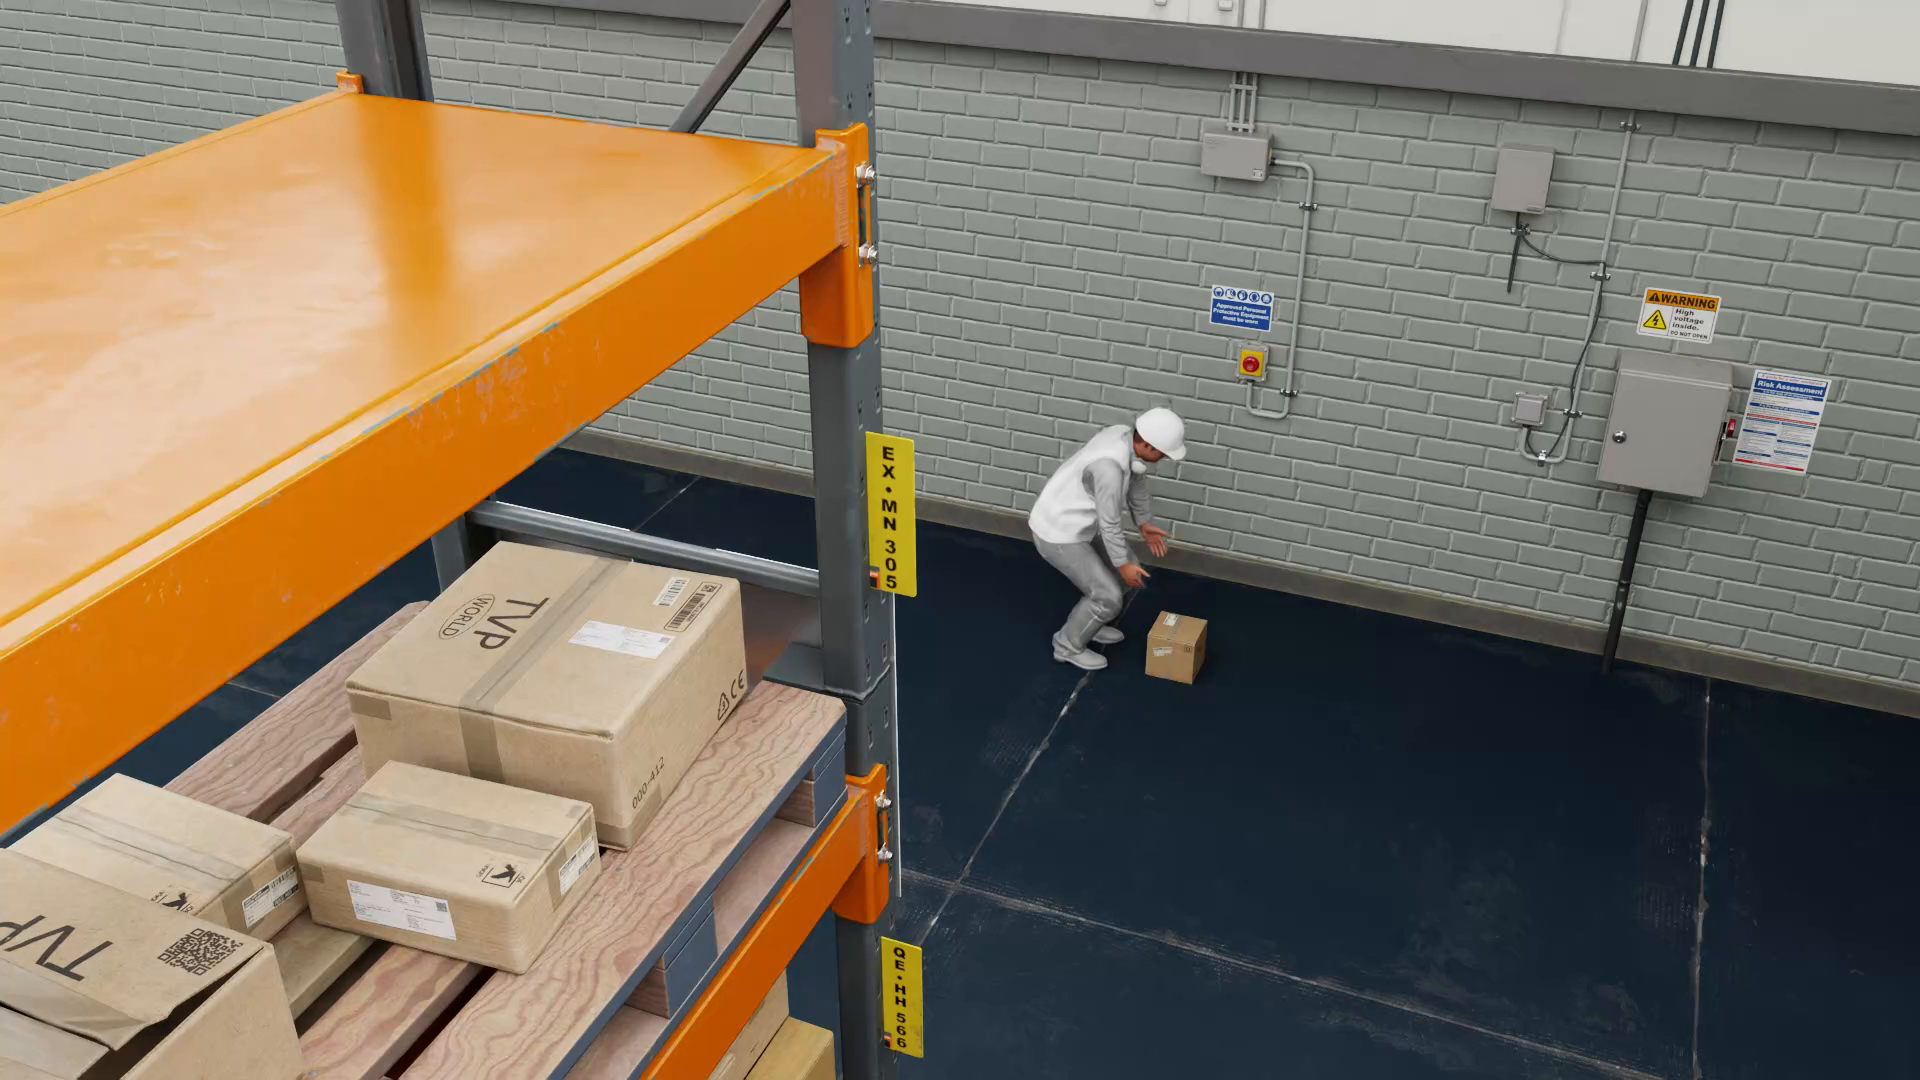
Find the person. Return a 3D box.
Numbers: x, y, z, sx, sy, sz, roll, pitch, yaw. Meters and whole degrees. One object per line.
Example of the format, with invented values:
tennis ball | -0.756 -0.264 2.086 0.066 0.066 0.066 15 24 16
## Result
person | 0.751 -0.052 8.529 0.753 1.449 0.591 11 31 19
